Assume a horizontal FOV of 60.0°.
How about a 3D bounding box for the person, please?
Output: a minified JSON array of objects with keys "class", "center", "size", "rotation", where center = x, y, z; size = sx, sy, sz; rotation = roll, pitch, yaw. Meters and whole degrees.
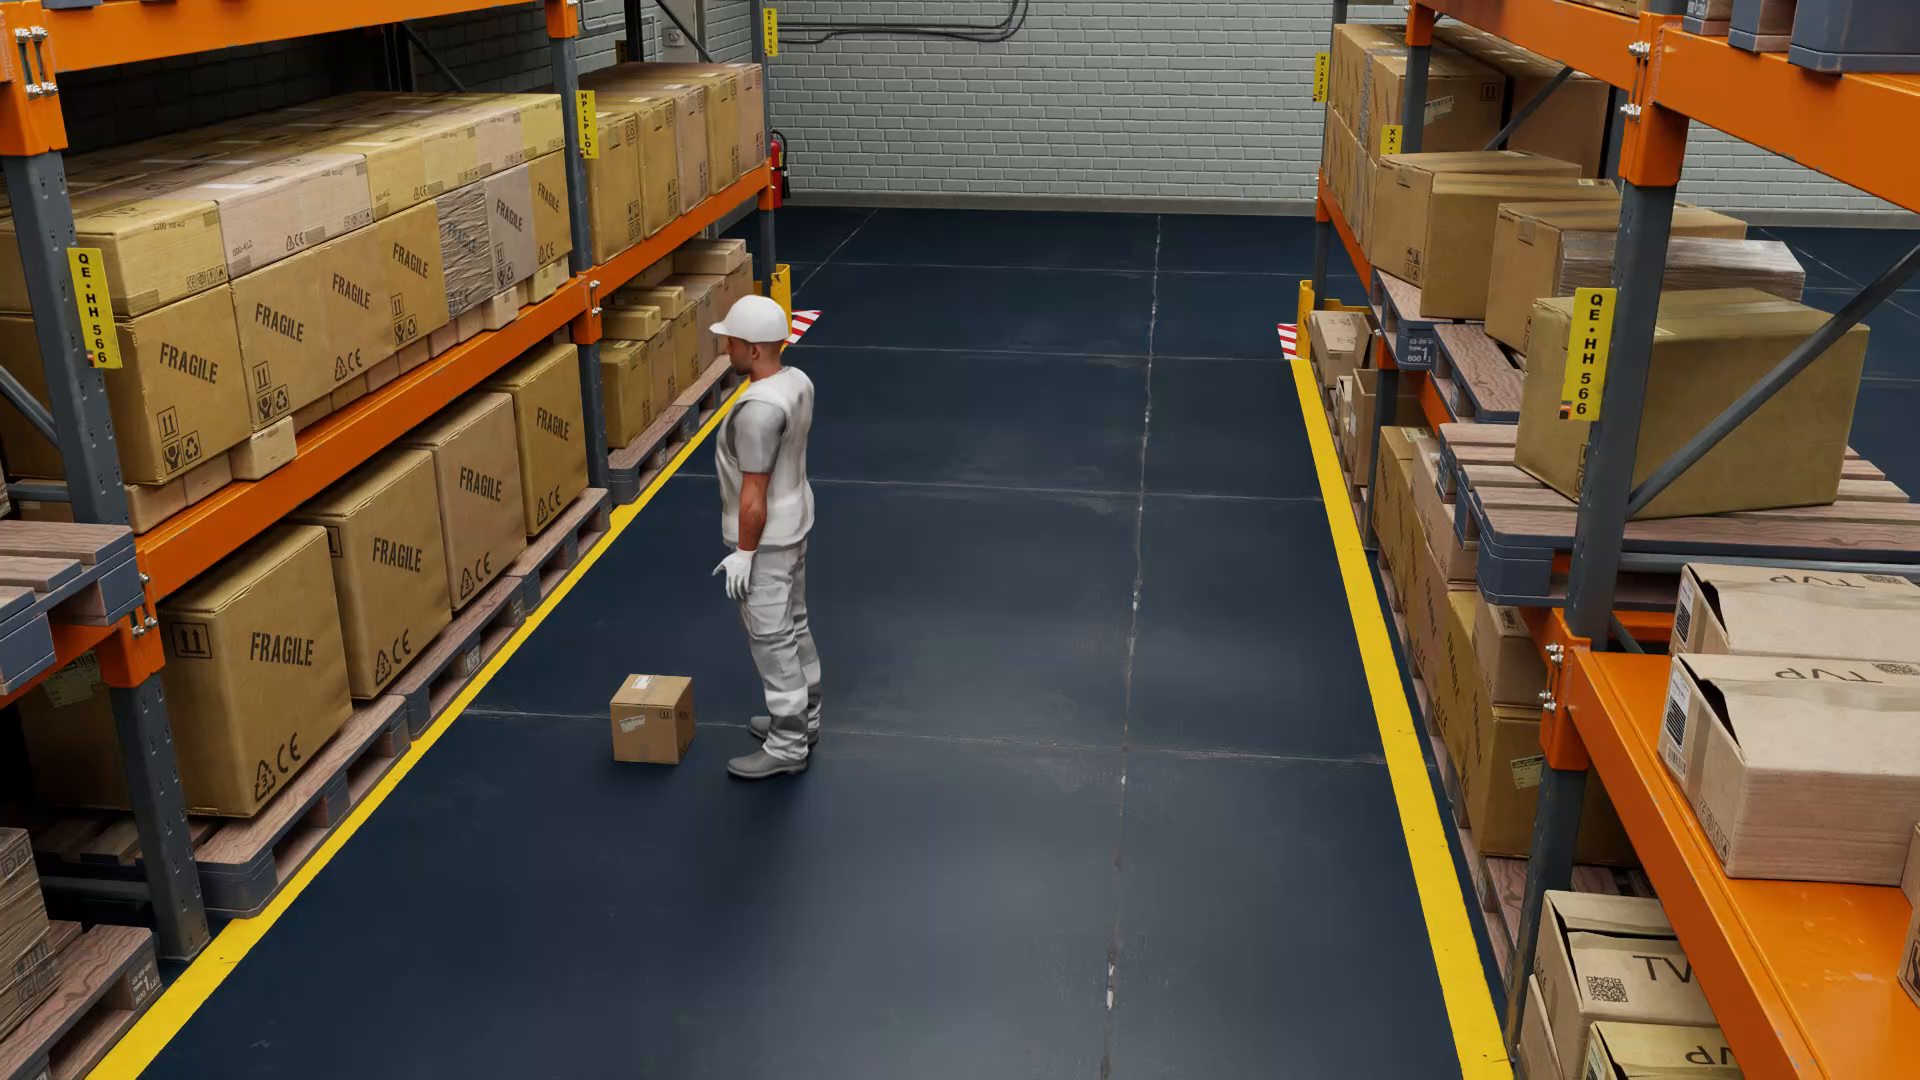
[{"class":"person","center":[-0.708,-0.003,6.053],"size":[0.337,1.790,0.536],"rotation":[3,21,8]}]
